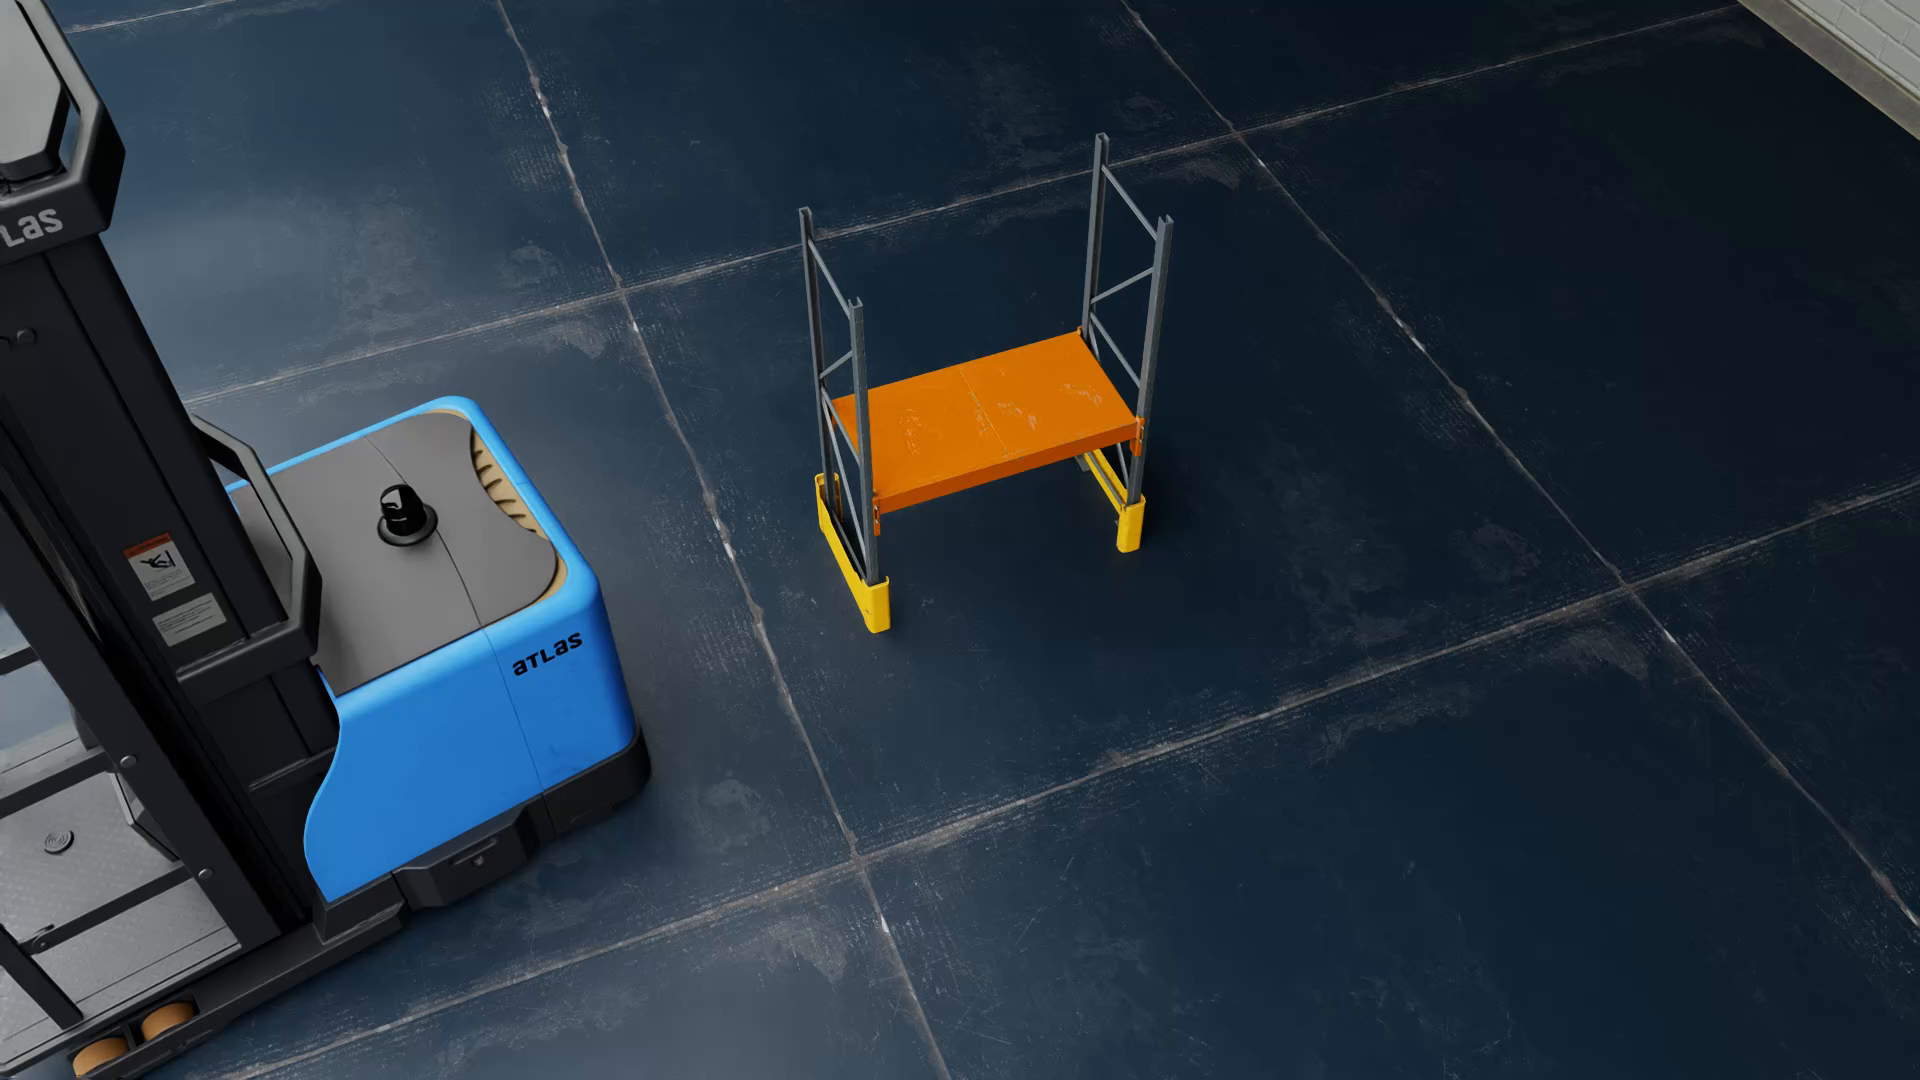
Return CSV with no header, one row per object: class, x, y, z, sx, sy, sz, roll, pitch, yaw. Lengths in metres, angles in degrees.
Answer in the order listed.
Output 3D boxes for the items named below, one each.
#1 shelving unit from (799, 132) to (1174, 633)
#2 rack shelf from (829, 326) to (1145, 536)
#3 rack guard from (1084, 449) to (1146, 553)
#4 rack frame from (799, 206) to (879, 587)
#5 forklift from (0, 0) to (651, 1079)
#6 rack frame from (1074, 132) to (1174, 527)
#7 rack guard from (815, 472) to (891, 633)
shelving unit,0.071,-0.511,5.700,1.083,1.500,0.587,-17,52,-14
rack shelf,0.079,-0.396,5.838,1.000,0.185,0.538,-17,52,-14
rack guard,0.532,-0.246,6.297,0.087,0.250,0.587,-17,52,-14
rack frame,-0.392,-0.367,5.577,0.032,1.500,0.500,-17,52,-14
forklift,-2.530,0.193,4.153,3.031,2.935,1.130,-27,55,-21
rack frame,0.550,-0.659,5.827,0.032,1.500,0.500,-17,52,-14
rack guard,-0.390,0.040,6.051,0.087,0.250,0.587,-17,52,-14
